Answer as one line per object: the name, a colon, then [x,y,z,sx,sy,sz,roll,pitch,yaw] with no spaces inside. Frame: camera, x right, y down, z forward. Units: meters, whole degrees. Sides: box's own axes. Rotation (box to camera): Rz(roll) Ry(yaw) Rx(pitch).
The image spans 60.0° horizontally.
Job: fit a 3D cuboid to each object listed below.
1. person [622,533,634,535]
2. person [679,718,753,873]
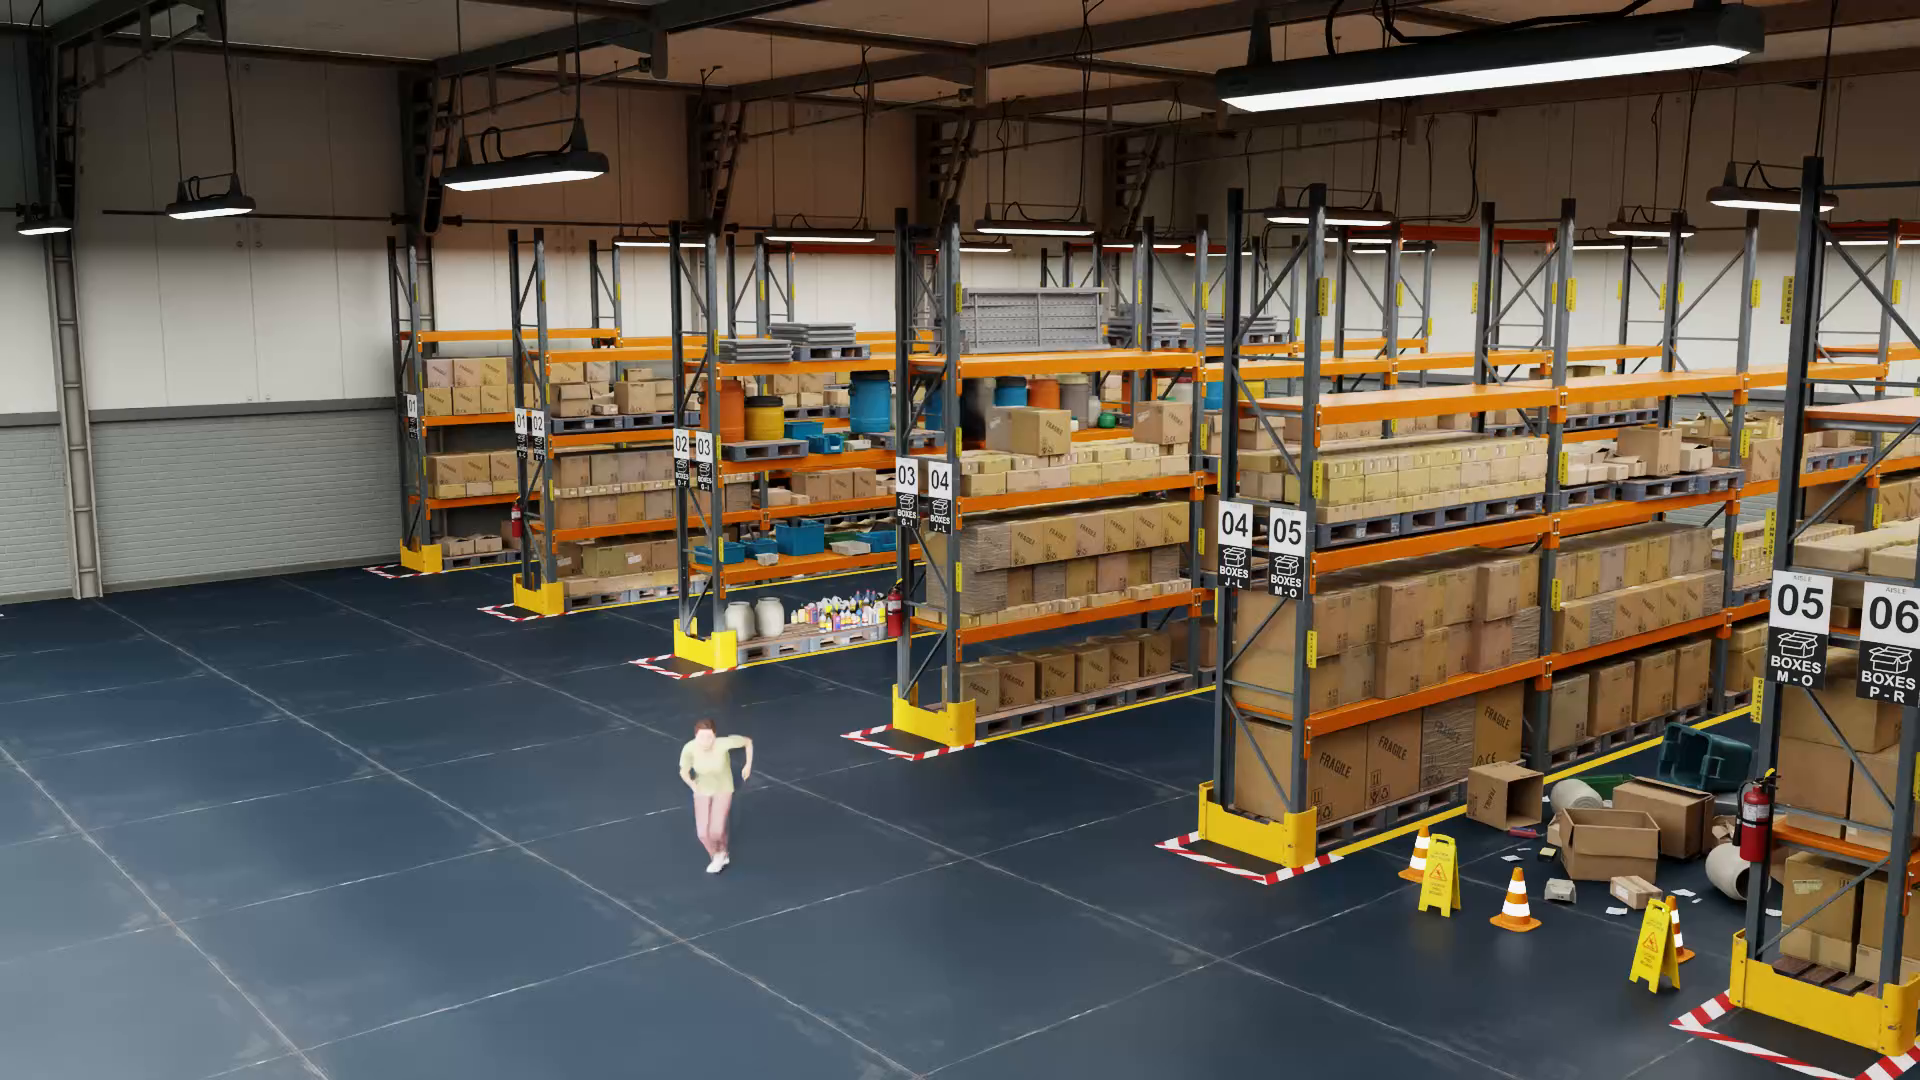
person: [-5.798,-0.102,29.202,1.052,1.653,0.608,-8,12,-44]
person: [-2.106,2.225,14.416,0.608,1.510,0.833,0,9,1]
